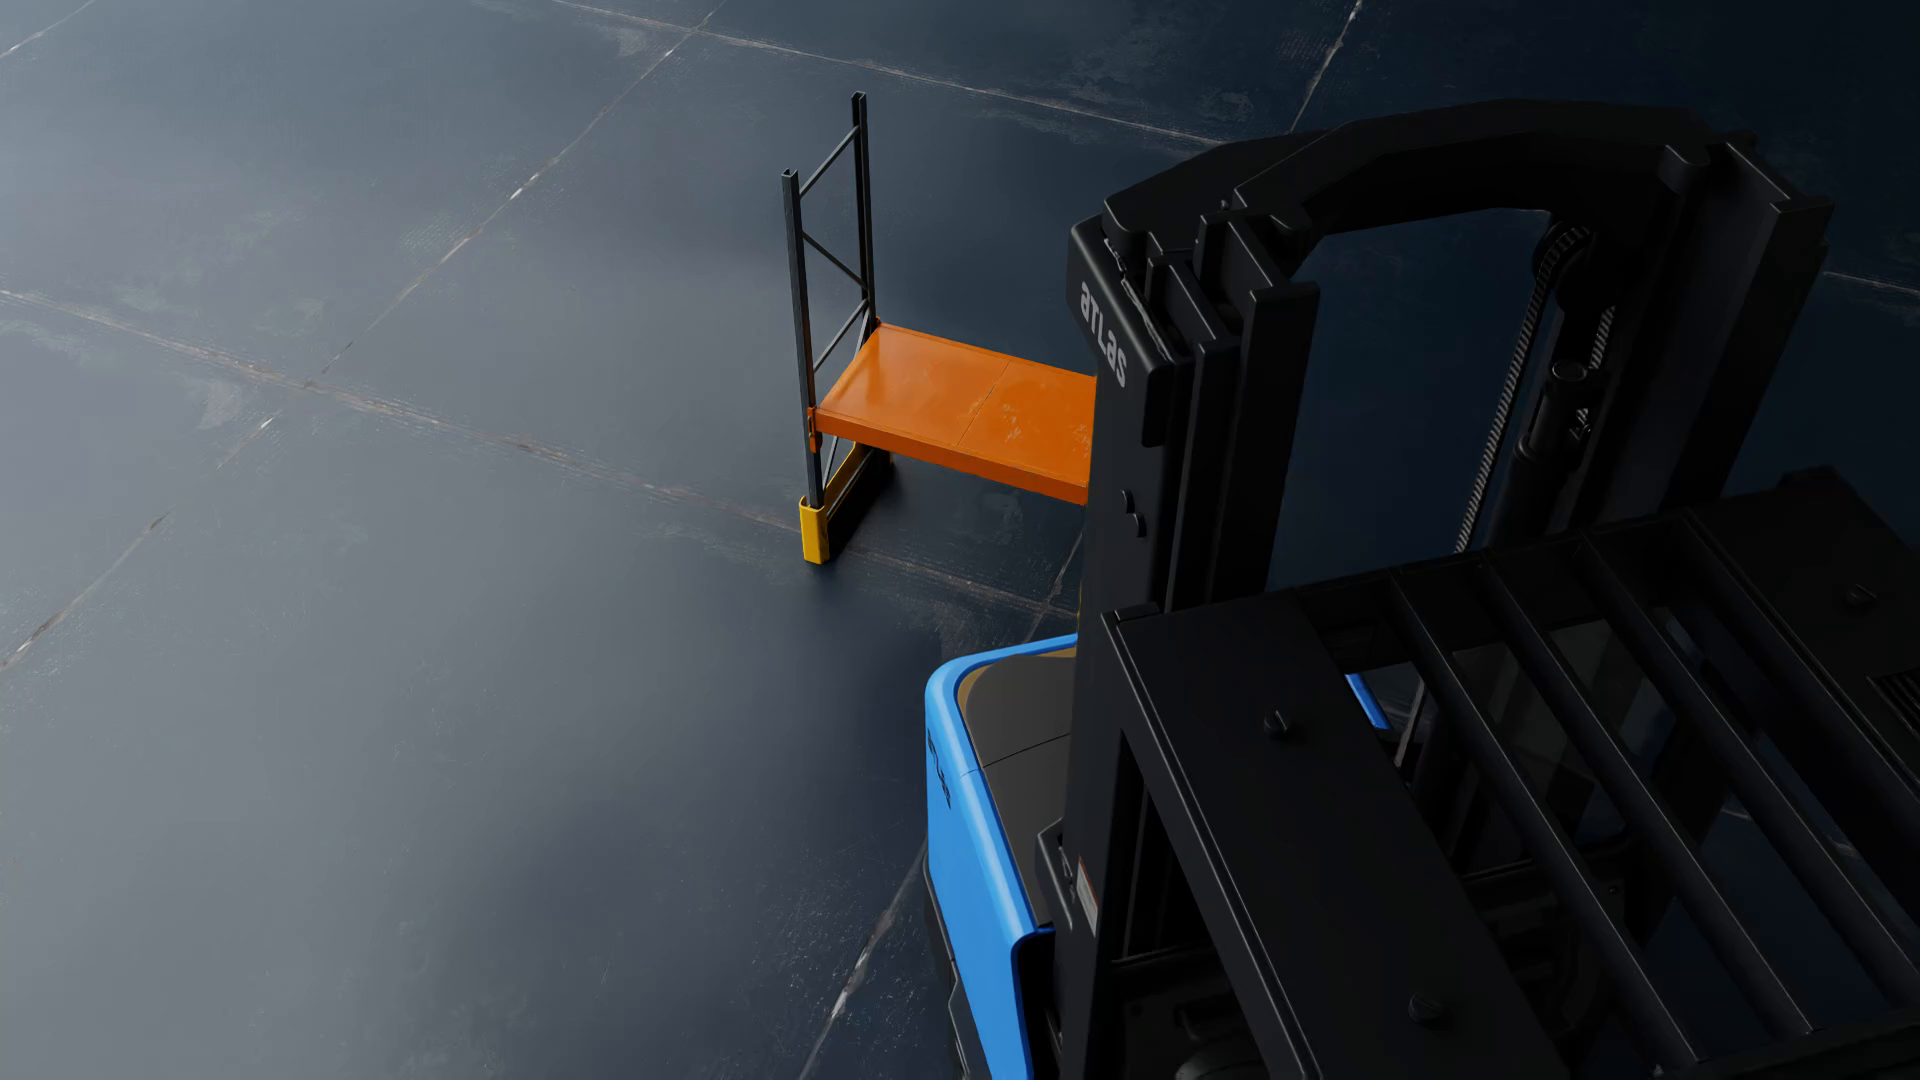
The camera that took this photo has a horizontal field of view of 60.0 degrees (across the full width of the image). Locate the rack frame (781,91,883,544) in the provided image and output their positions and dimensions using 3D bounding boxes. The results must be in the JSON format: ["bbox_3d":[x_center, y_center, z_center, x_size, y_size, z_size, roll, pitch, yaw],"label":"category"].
[{"bbox_3d":[-0.390,-0.647,5.336,0.032,1.500,0.500,16,47,16],"label":"rack frame"}]

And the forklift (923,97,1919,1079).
[{"bbox_3d":[0.781,0.929,2.738,1.130,2.935,3.031,-11,46,-11],"label":"forklift"}]

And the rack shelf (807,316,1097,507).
[{"bbox_3d":[0.079,-0.381,5.325,1.000,0.185,0.538,16,47,16],"label":"rack shelf"}]

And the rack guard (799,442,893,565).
[{"bbox_3d":[-0.389,-0.203,5.777,0.087,0.250,0.587,16,47,16],"label":"rack guard"}]

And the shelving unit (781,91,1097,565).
[{"bbox_3d":[0.070,-0.511,5.200,1.083,1.500,0.587,16,47,16],"label":"shelving unit"}]
